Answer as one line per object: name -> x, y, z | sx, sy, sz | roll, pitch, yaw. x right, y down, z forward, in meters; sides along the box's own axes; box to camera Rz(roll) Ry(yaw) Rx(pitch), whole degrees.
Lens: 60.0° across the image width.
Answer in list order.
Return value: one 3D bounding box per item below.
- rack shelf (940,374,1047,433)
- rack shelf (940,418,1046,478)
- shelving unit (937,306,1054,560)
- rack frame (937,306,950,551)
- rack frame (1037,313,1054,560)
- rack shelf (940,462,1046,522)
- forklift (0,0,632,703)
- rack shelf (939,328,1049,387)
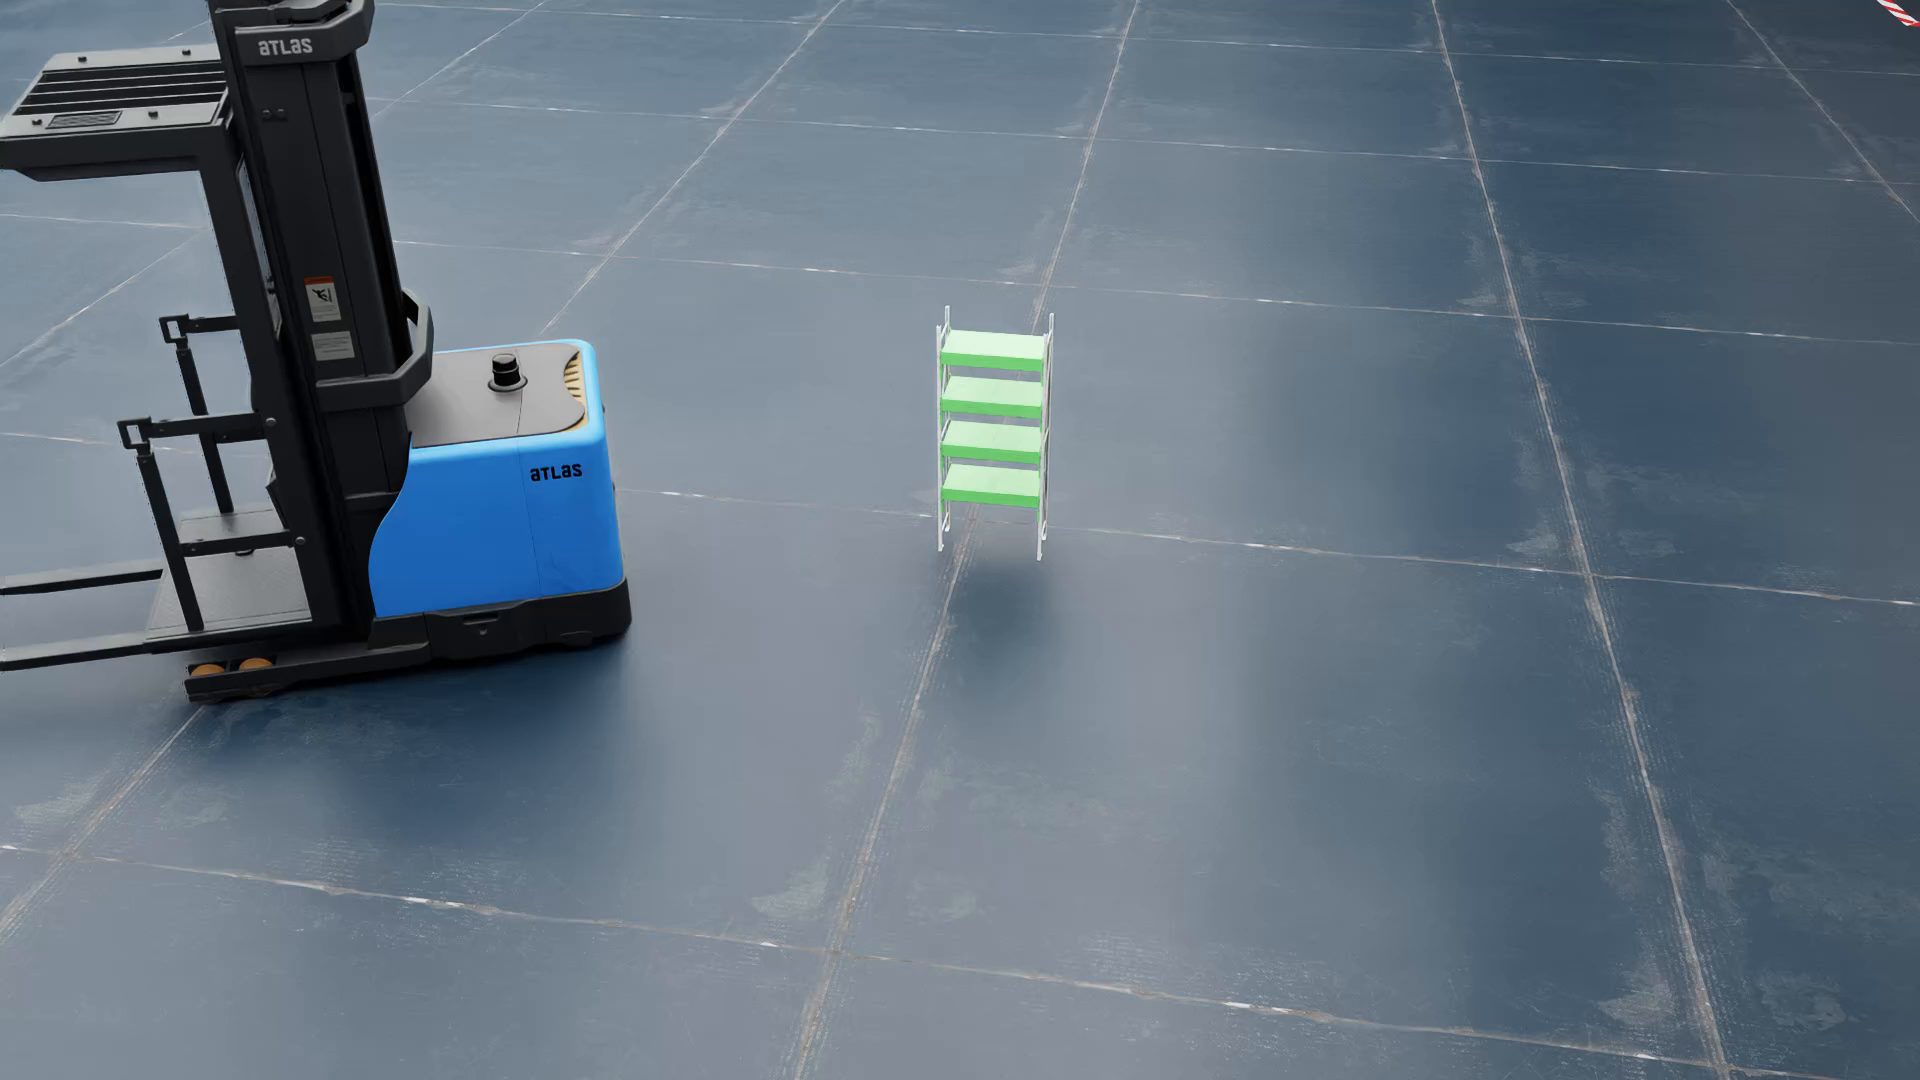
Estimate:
rack shelf -> 0.163, -0.643, 7.815 | 0.480, 0.148, 0.258 | 5, 32, 8
rack shelf -> 0.163, -0.440, 7.942 | 0.480, 0.148, 0.258 | 5, 32, 8
shelving unit -> 0.163, -0.494, 7.908 | 0.503, 1.200, 0.258 | 5, 32, 8
rack frame -> -0.077, -0.516, 7.943 | 0.015, 1.200, 0.240 | 5, 32, 8
rack frame -> 0.404, -0.472, 7.873 | 0.015, 1.200, 0.240 | 5, 32, 8
rack shelf -> 0.163, -0.236, 8.069 | 0.480, 0.148, 0.258 | 5, 32, 8
forklift -> -3.060, -0.851, 6.847 | 3.031, 2.935, 1.130 | -7, 33, -11
rack shelf -> 0.163, -0.847, 7.687 | 0.480, 0.148, 0.258 | 5, 32, 8
